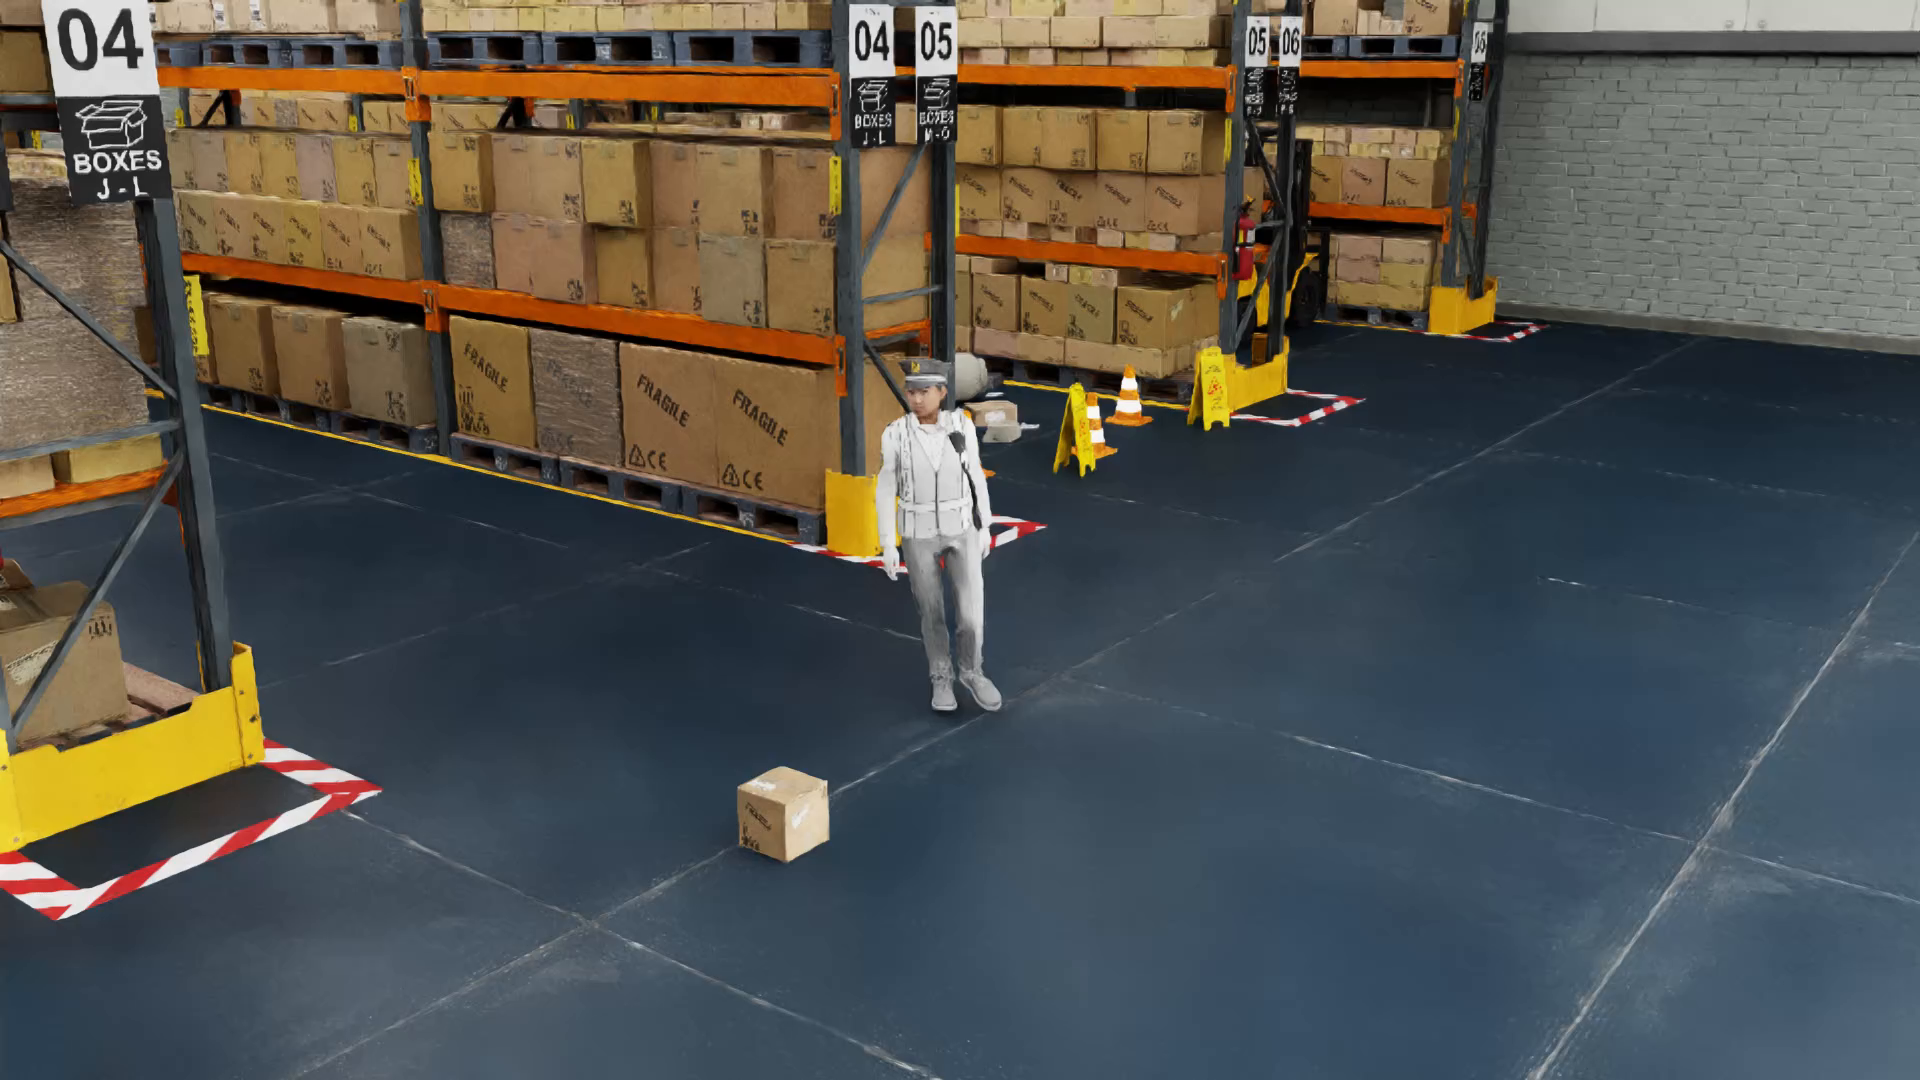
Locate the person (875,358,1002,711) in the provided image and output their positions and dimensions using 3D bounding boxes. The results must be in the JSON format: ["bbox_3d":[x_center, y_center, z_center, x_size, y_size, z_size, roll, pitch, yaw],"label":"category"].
[{"bbox_3d":[-0.093,-0.015,7.500,0.577,1.670,0.442,-1,17,-2],"label":"person"}]
